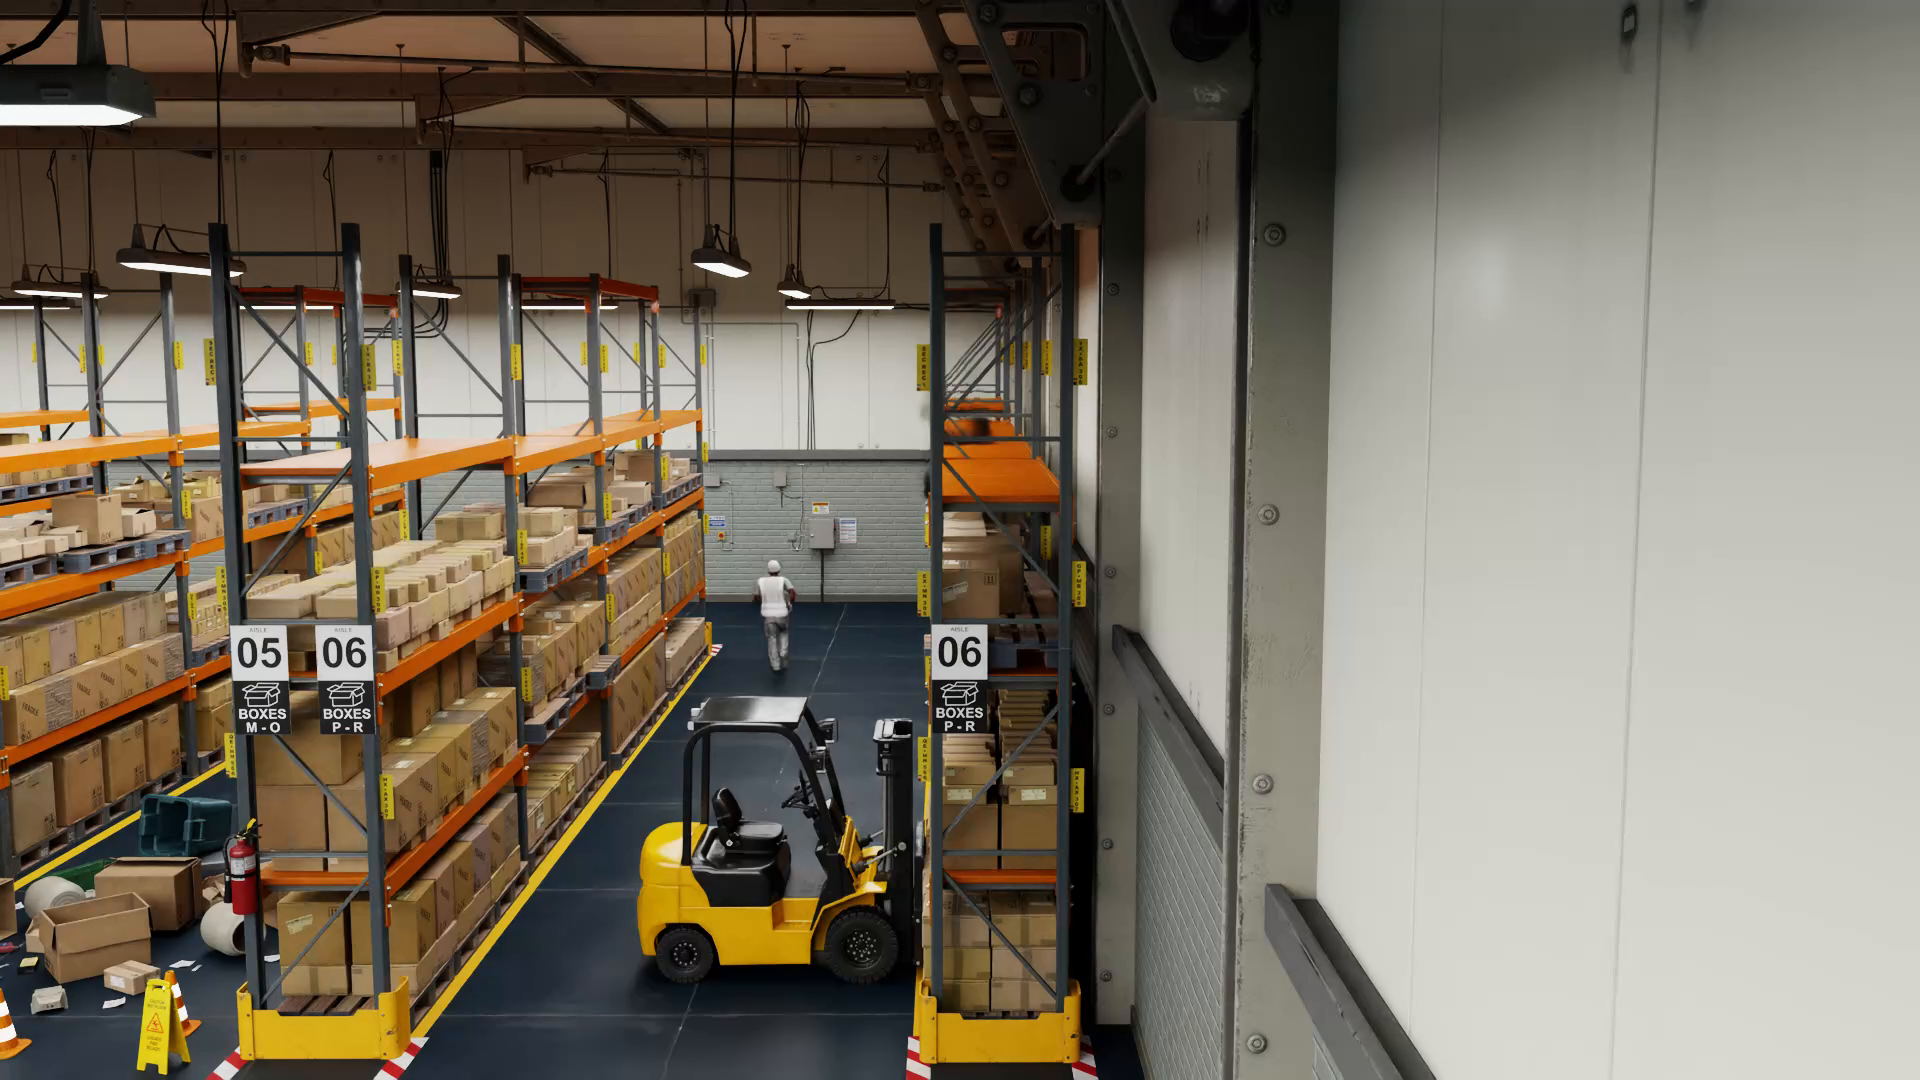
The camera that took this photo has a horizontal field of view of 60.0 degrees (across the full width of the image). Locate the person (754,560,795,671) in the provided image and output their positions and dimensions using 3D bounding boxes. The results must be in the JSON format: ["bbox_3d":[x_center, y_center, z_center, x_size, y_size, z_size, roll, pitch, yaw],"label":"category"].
[{"bbox_3d":[-2.950,1.201,26.498,0.668,1.764,0.738,-1,7,-5],"label":"person"}]
